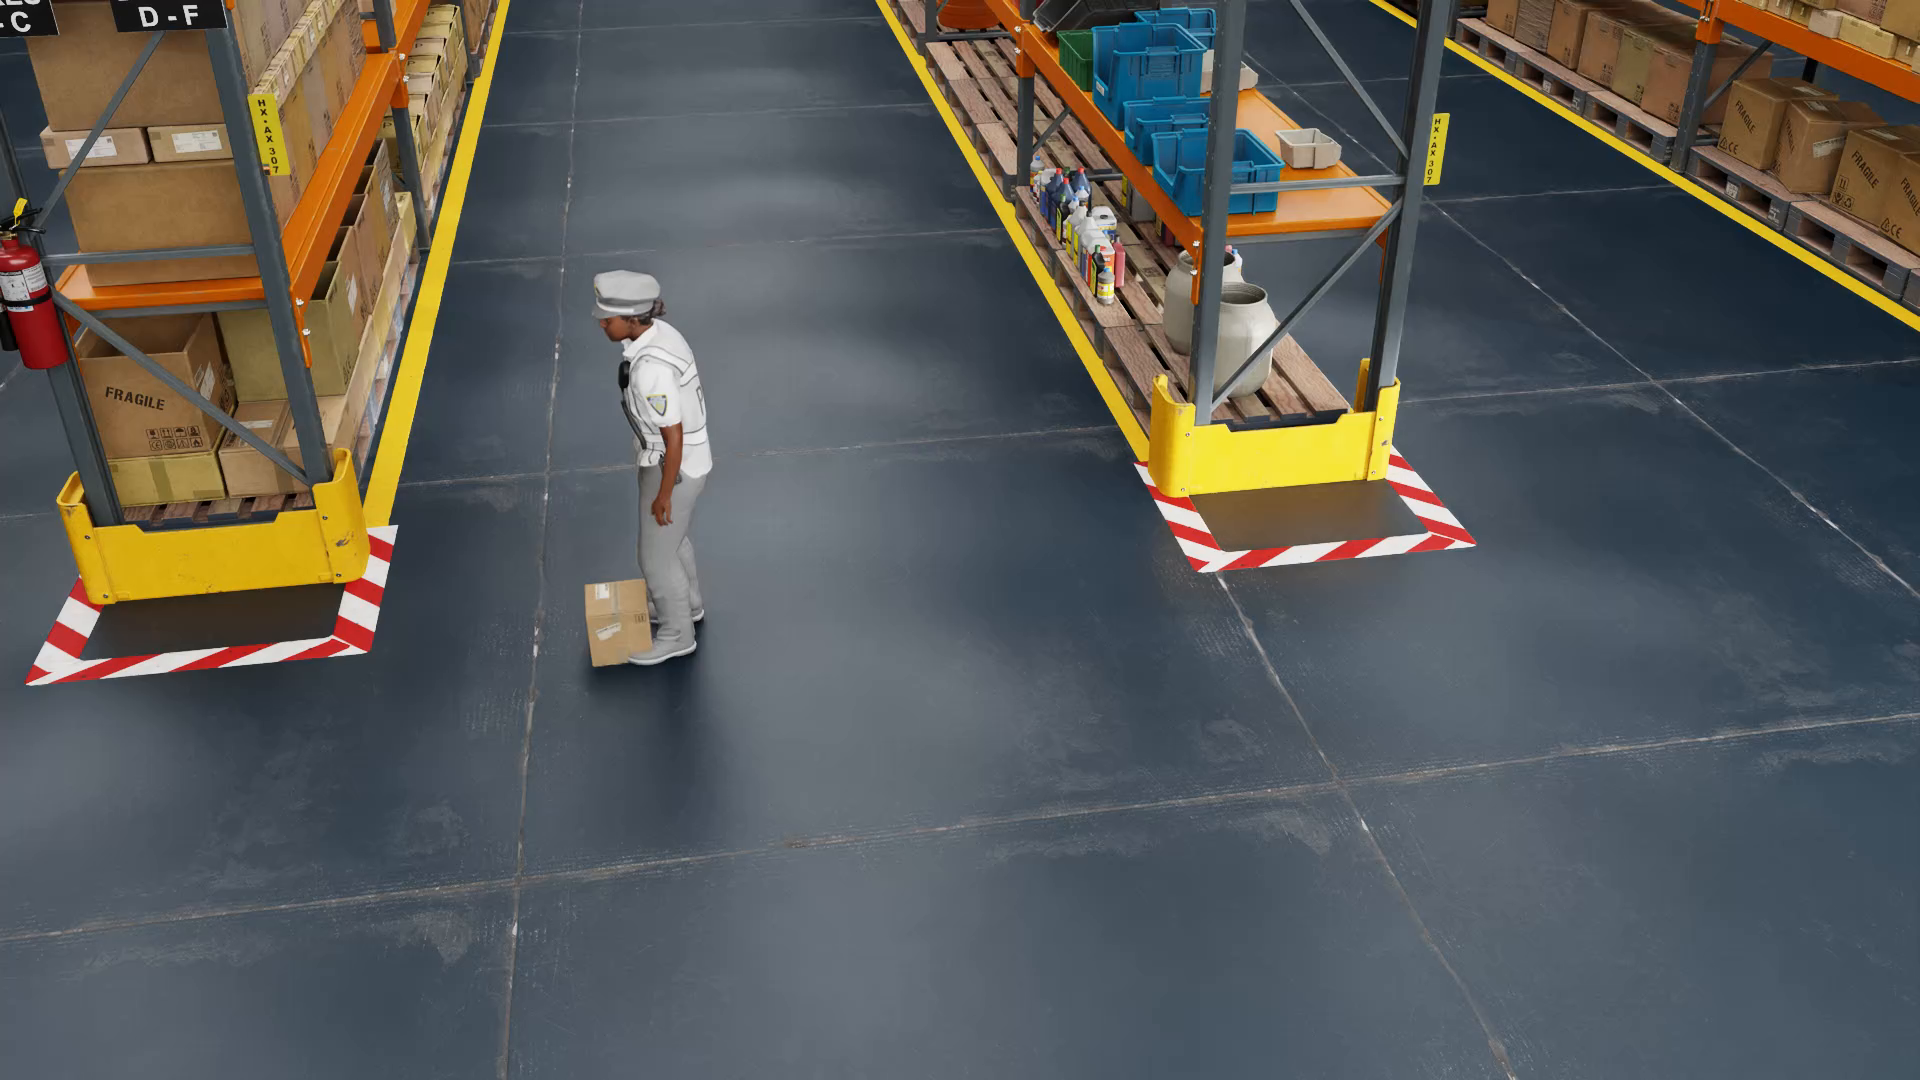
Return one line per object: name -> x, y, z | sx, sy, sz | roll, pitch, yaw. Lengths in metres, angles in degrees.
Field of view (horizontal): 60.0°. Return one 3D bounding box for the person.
person -> -1.205, -0.286, 6.611 | 0.425, 1.658, 0.525 | -7, 32, -12
